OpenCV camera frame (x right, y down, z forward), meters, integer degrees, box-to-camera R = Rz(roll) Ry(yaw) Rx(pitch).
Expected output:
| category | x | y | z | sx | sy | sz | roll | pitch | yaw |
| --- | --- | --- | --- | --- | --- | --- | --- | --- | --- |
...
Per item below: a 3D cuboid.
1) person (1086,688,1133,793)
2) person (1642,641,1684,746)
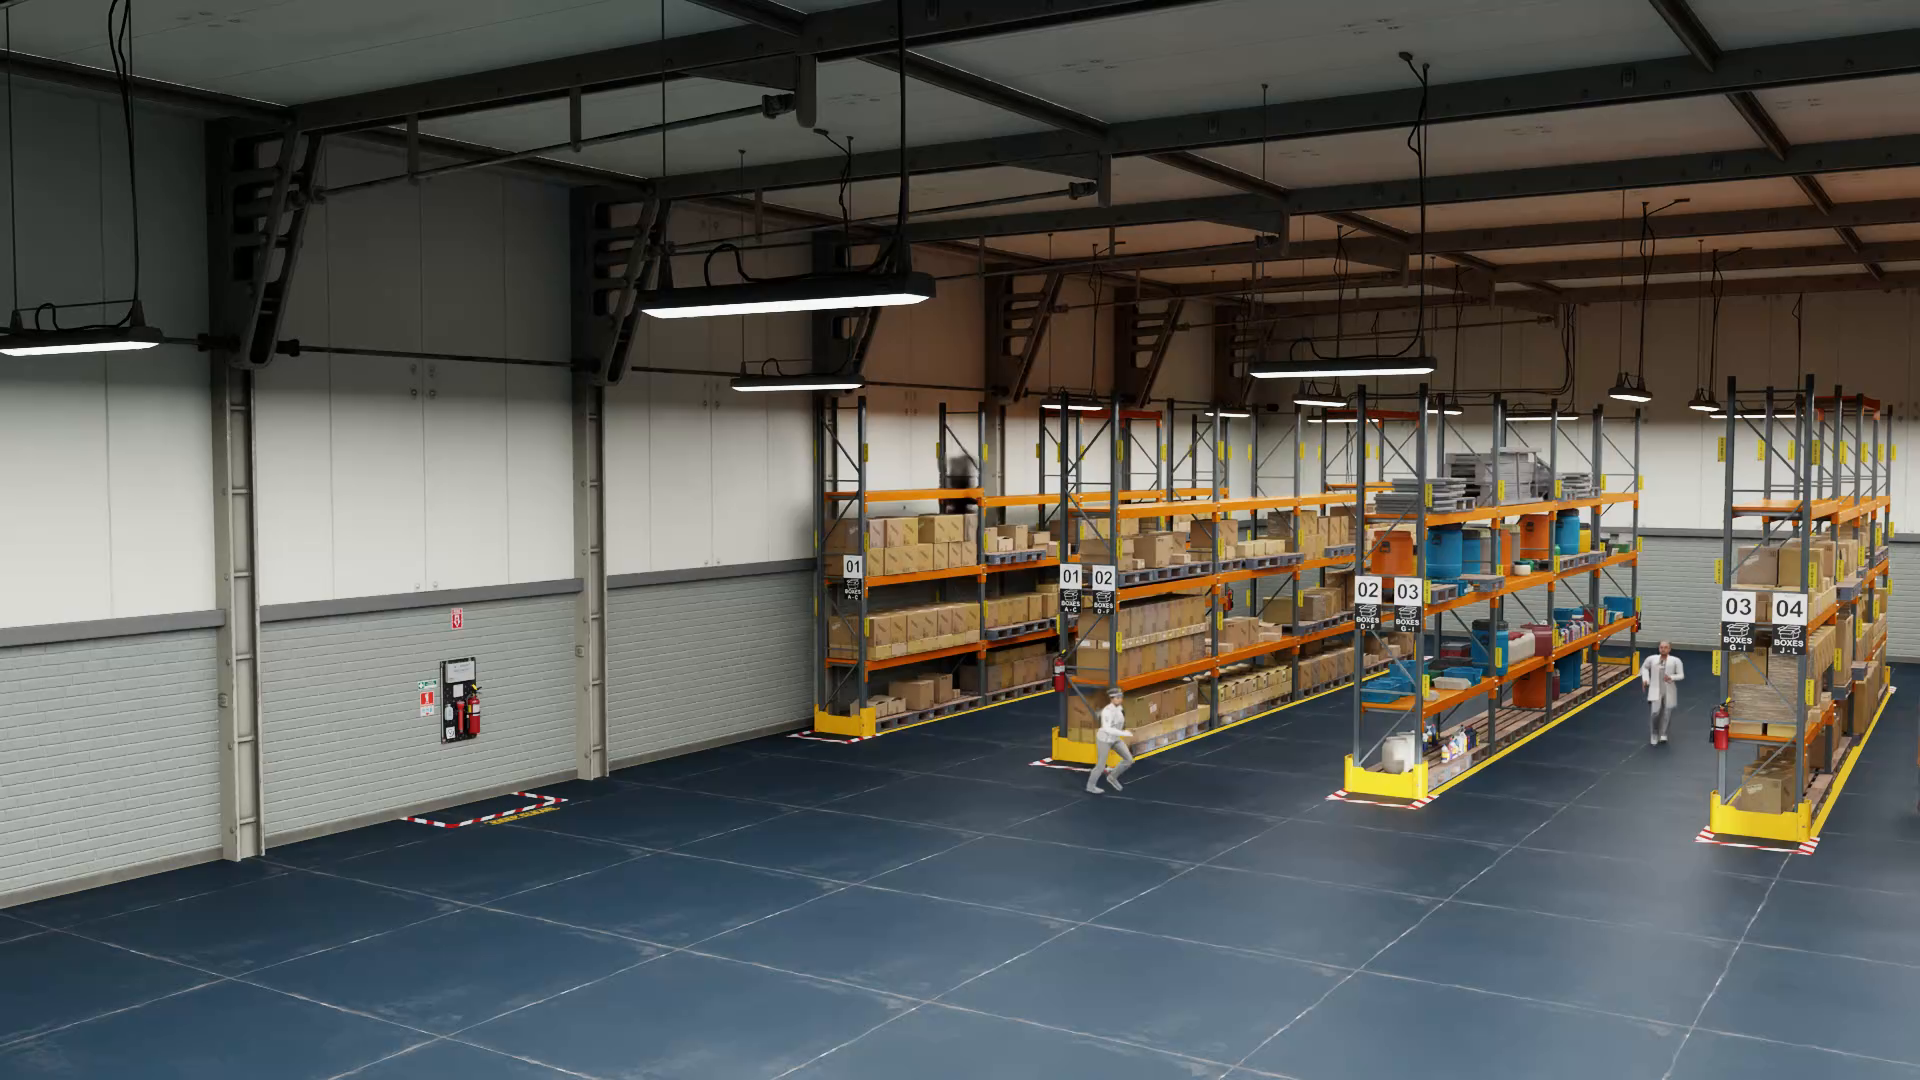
| category | x | y | z | sx | sy | sz | roll | pitch | yaw |
| --- | --- | --- | --- | --- | --- | --- | --- | --- | --- |
| person | 2.205 | 2.921 | 24.173 | 0.892 | 1.595 | 0.613 | 3 | 4 | 45 |
| person | 12.010 | 2.626 | 28.426 | 0.659 | 1.791 | 0.766 | 1 | 3 | 20 |
